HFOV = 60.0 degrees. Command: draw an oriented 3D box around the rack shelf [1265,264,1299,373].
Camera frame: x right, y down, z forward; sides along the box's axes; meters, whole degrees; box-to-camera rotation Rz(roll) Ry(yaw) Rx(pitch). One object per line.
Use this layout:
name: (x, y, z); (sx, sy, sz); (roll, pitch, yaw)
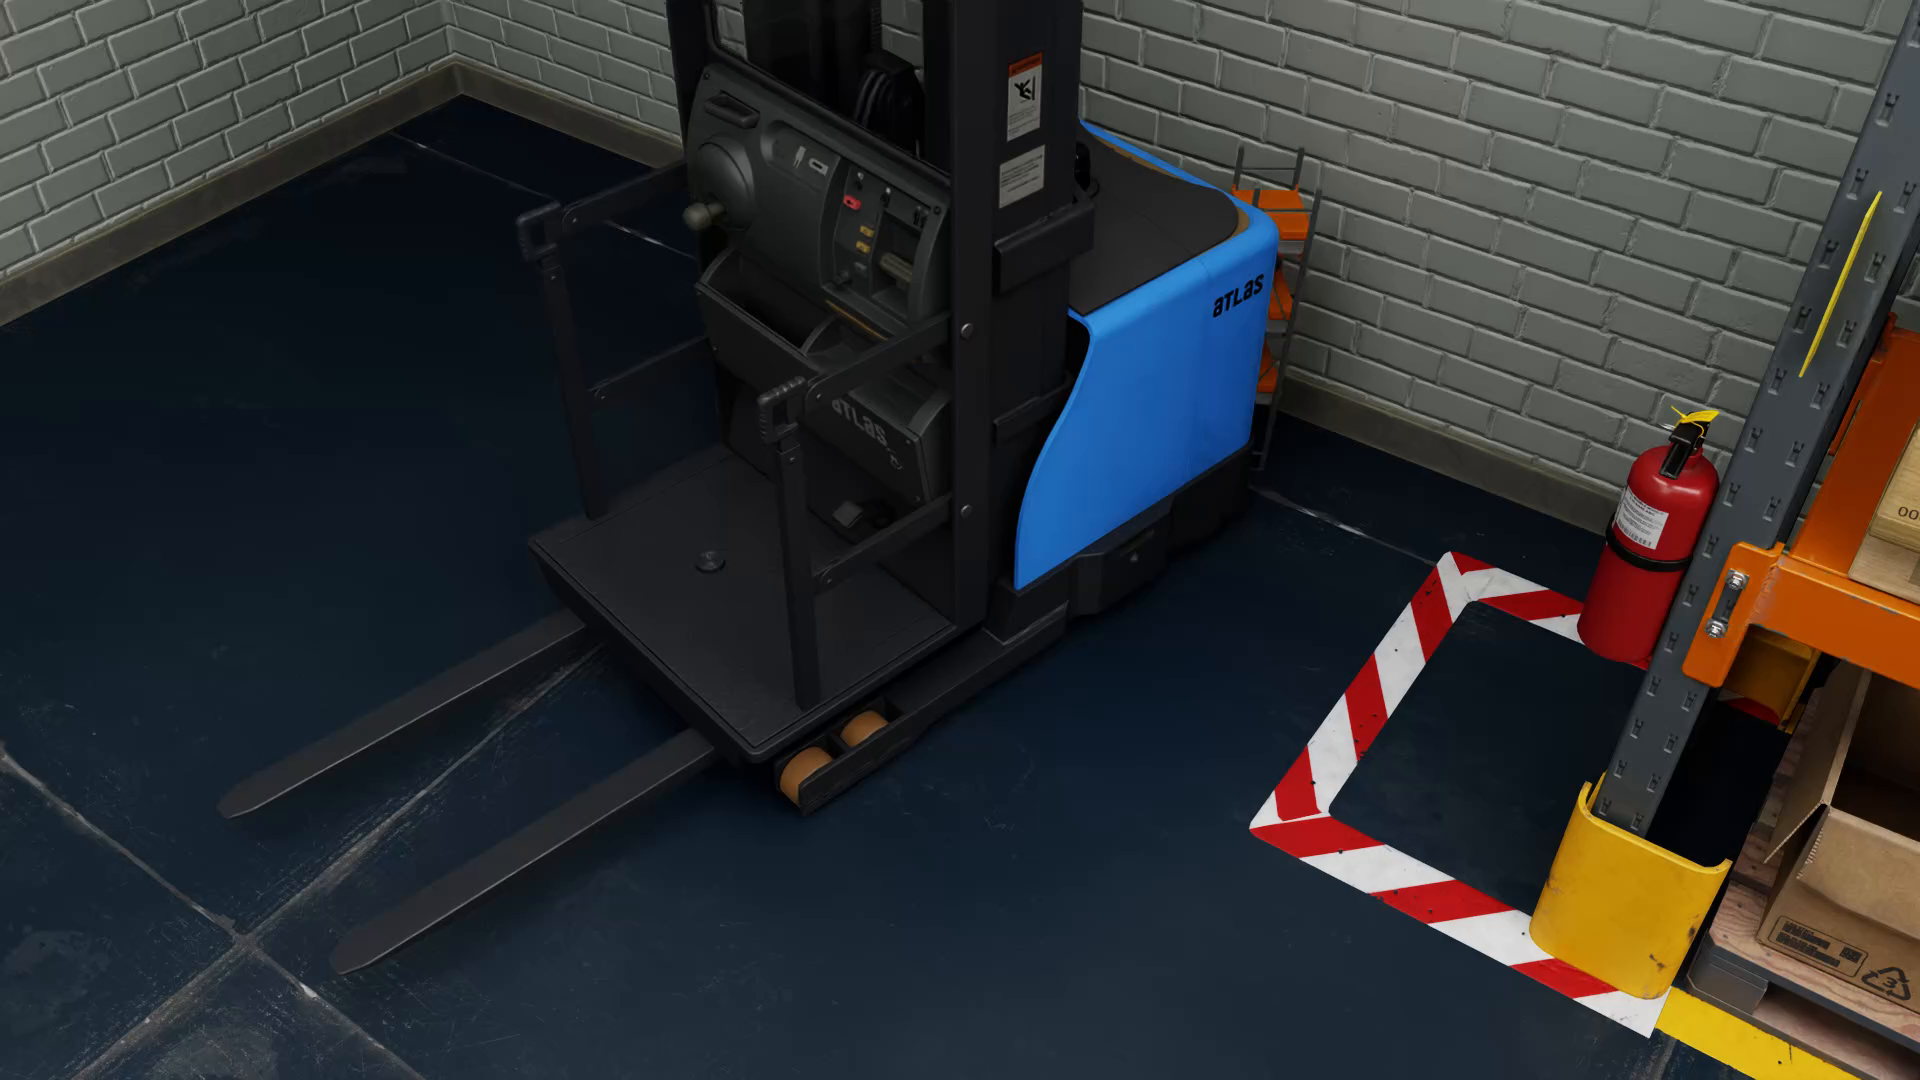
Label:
rack shelf: (0.920, -0.696, 5.250); (0.215, 0.259, 0.240); (0, 42, -4)

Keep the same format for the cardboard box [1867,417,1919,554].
cardboard box: (2.027, -0.140, 3.046); (0.500, 0.250, 0.500); (25, 48, 26)

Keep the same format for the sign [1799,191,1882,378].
sign: (1.499, -0.432, 2.834); (0.005, 0.325, 0.100); (25, 48, 25)

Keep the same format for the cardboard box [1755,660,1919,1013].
cardboard box: (2.257, 0.654, 3.826); (0.637, 0.503, 0.797); (23, 47, 24)

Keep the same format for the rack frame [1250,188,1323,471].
rack frame: (0.928, -0.623, 5.152); (0.200, 1.050, 0.008); (0, 42, -4)

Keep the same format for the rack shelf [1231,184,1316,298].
rack shelf: (0.932, -0.908, 5.061); (0.215, 0.259, 0.240); (0, 42, -4)

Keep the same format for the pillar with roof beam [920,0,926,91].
pillar with roof beam: (-2.352, -1.815, 0.530); (0.400, 9.000, 9.100); (25, 48, 25)

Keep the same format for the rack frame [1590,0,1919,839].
rack frame: (1.810, -0.405, 3.454); (0.127, 3.000, 1.000); (25, 48, 25)

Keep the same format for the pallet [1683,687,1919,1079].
pallet: (2.526, 0.968, 4.010); (1.213, 0.211, 1.003); (25, 48, 25)

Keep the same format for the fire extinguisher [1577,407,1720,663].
fire extinguisher: (1.425, -0.042, 3.385); (0.183, 0.674, 0.296); (25, 48, 25)

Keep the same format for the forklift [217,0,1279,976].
forklift: (-0.519, -0.770, 3.912); (3.031, 2.935, 1.130); (-31, 50, -30)

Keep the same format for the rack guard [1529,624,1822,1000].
rack guard: (1.873, 0.555, 4.255); (0.348, 0.500, 1.175); (25, 48, 25)

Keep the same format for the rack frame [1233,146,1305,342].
rack frame: (0.914, -0.785, 5.333); (0.200, 1.050, 0.008); (0, 42, -4)

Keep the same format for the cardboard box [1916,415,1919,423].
cardboard box: (2.236, -0.331, 3.559); (0.250, 0.149, 0.380); (25, 47, 25)

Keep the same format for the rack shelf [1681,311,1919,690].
rack shelf: (3.448, 0.628, 2.838); (4.000, 0.370, 1.077); (25, 48, 25)

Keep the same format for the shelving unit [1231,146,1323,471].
shelving unit: (0.921, -0.704, 5.243); (0.215, 1.050, 0.252); (0, 42, -4)

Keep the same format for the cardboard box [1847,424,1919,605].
cardboard box: (1.922, -0.036, 3.229); (0.250, 0.149, 0.380); (25, 47, 25)

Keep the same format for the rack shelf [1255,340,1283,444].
rack shelf: (0.909, -0.489, 5.434); (0.215, 0.259, 0.240); (0, 42, -4)
